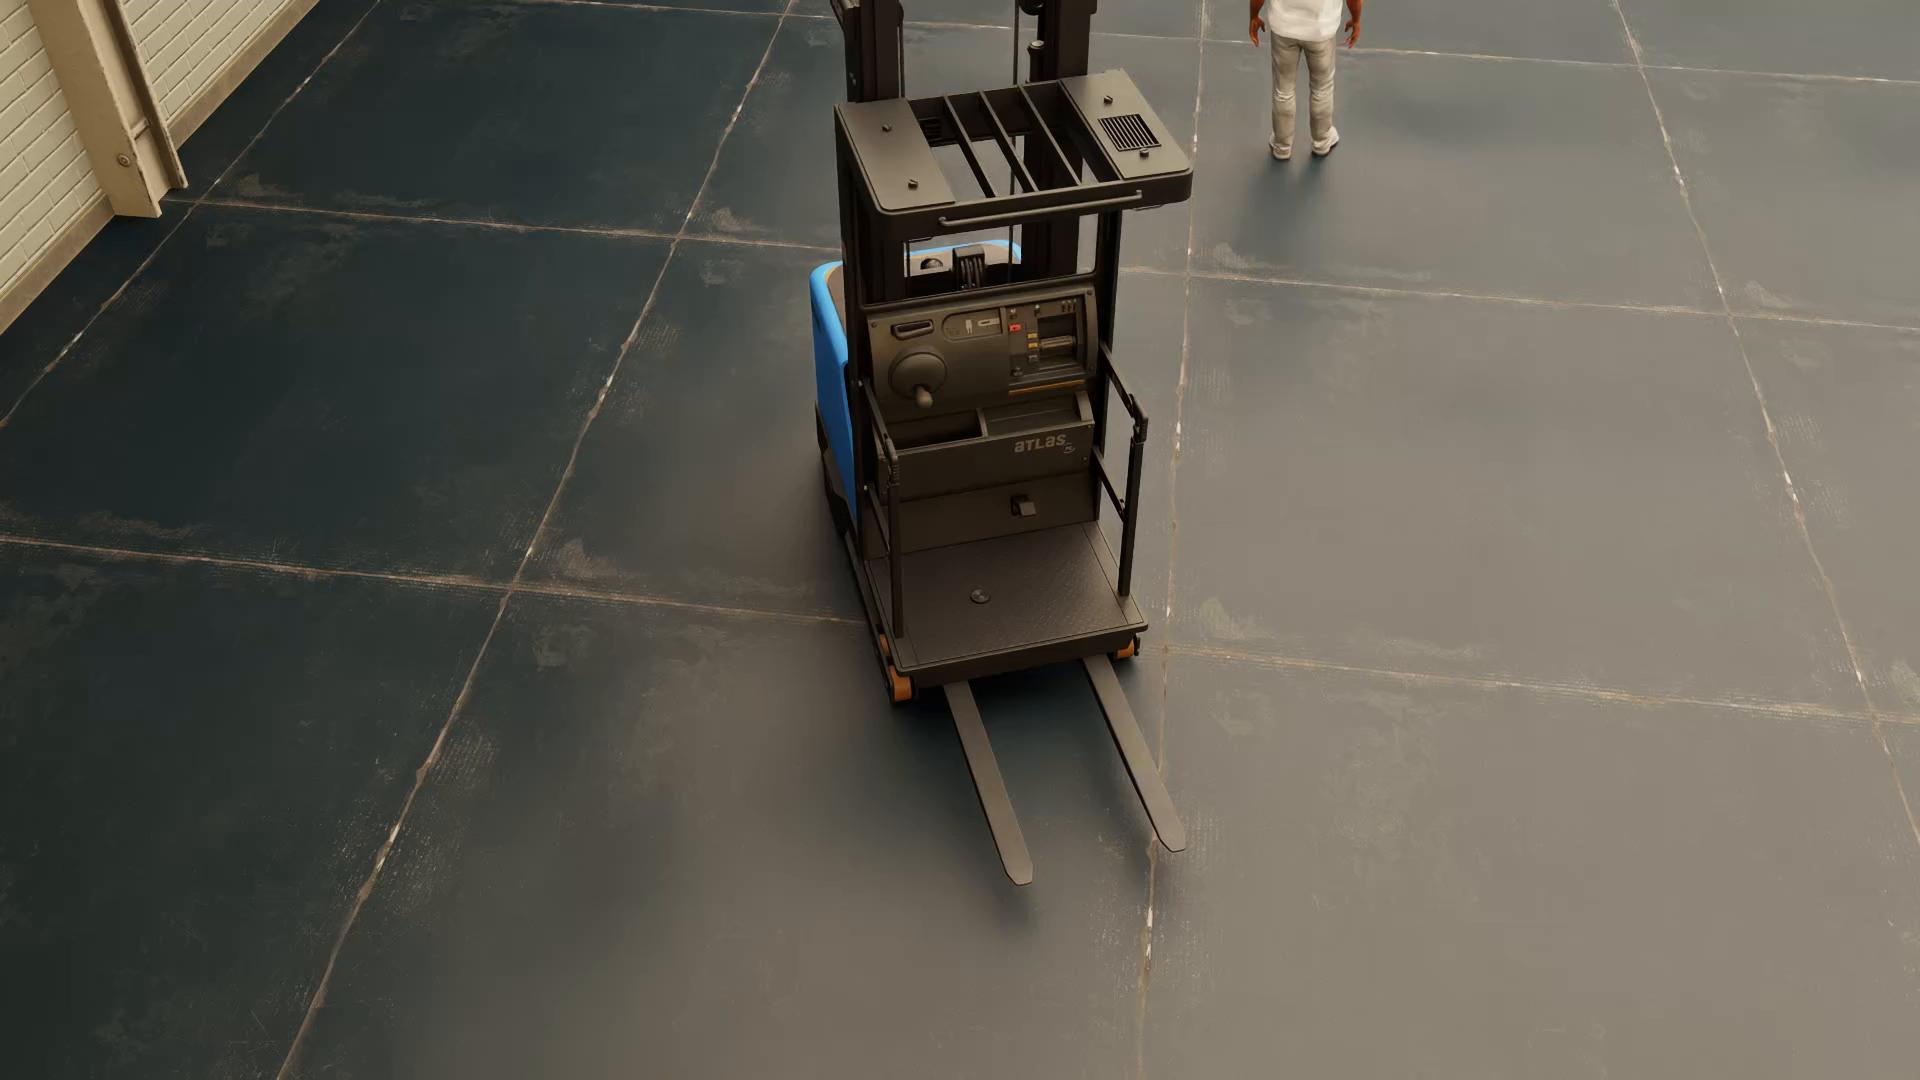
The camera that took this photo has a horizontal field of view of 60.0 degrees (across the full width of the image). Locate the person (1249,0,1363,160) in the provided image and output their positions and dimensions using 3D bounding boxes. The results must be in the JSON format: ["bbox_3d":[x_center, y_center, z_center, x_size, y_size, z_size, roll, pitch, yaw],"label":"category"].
[{"bbox_3d":[2.070,-3.127,9.978,0.666,1.765,0.576,9,43,10],"label":"person"}]

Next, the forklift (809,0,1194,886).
[{"bbox_3d":[0.153,-0.681,6.465,1.130,2.935,3.031,-10,44,-11],"label":"forklift"}]
